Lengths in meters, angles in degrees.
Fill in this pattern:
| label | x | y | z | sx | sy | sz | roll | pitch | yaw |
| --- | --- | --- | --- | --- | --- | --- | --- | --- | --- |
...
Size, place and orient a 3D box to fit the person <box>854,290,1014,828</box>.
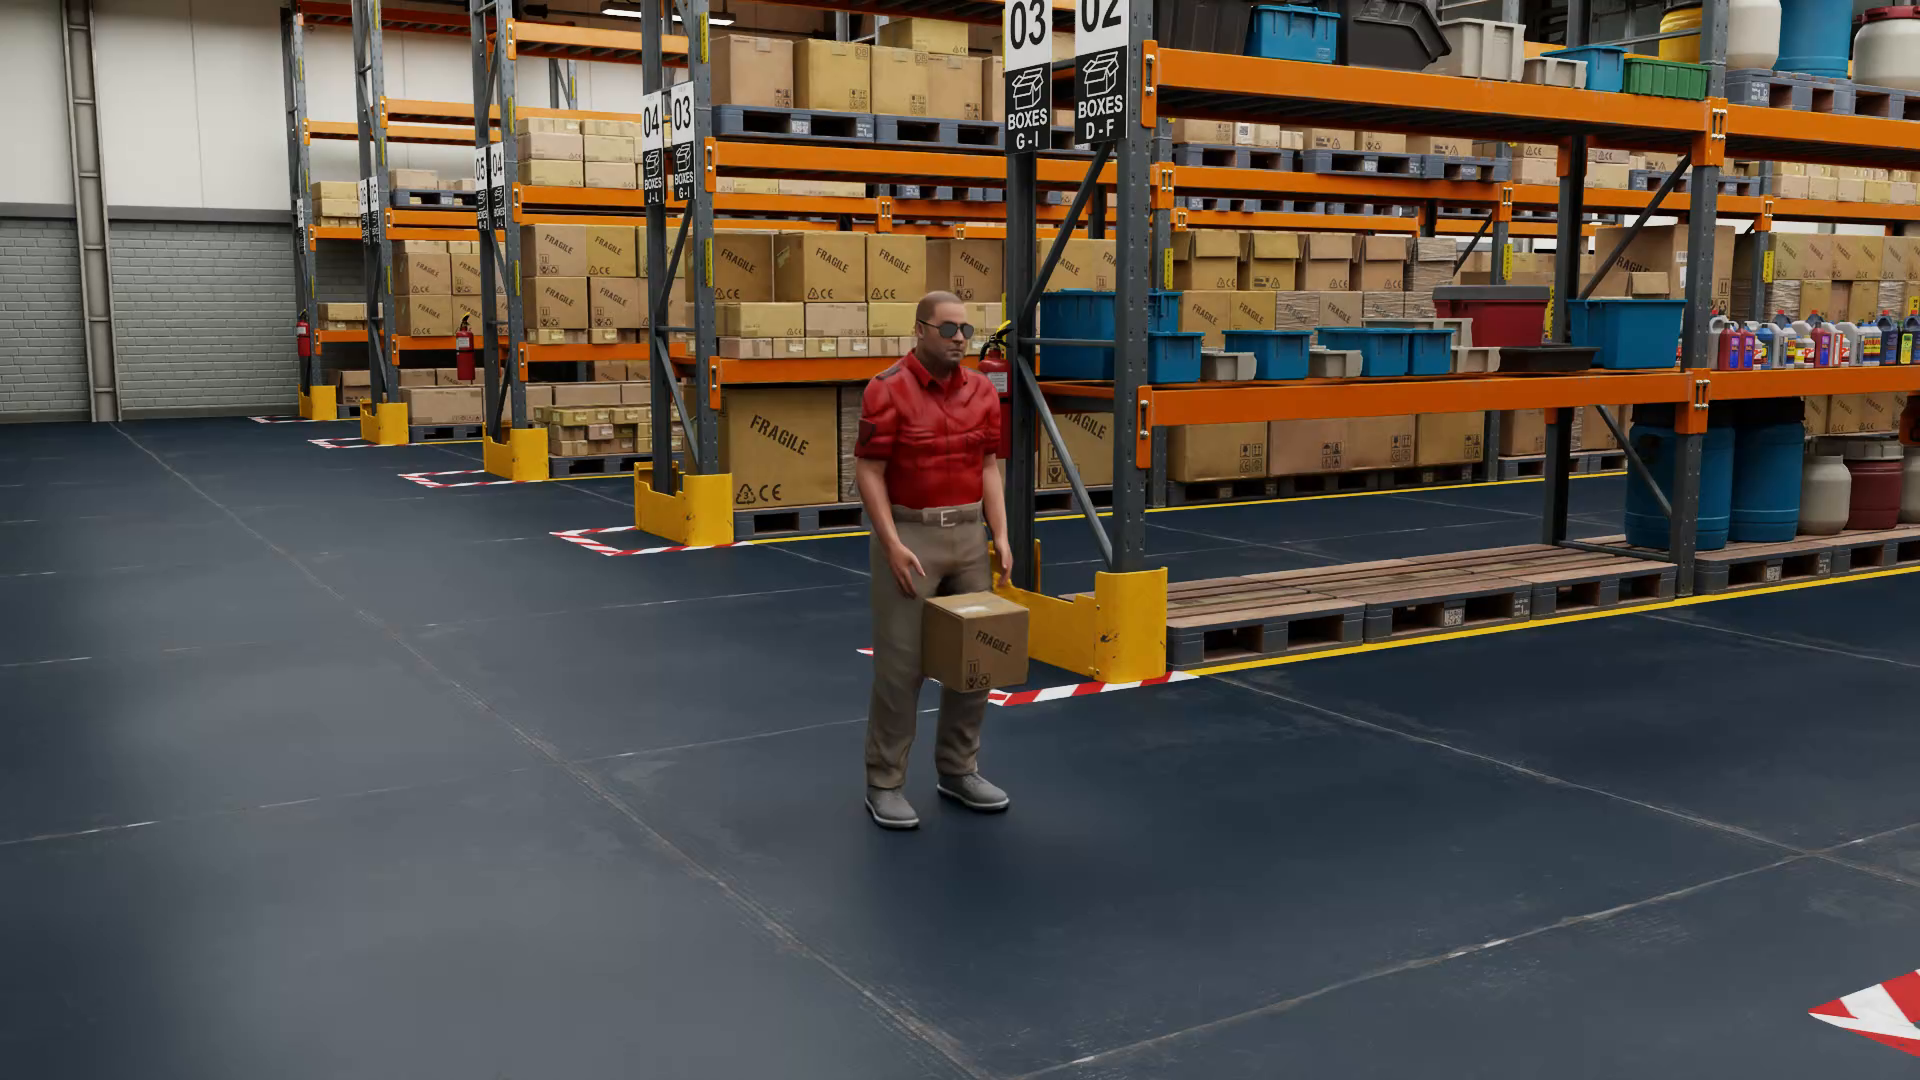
| label | x | y | z | sx | sy | sz | roll | pitch | yaw |
| --- | --- | --- | --- | --- | --- | --- | --- | --- | --- |
| person | -0.082 | 0.046 | 5.530 | 0.554 | 1.732 | 0.393 | -5 | 10 | -32 |
